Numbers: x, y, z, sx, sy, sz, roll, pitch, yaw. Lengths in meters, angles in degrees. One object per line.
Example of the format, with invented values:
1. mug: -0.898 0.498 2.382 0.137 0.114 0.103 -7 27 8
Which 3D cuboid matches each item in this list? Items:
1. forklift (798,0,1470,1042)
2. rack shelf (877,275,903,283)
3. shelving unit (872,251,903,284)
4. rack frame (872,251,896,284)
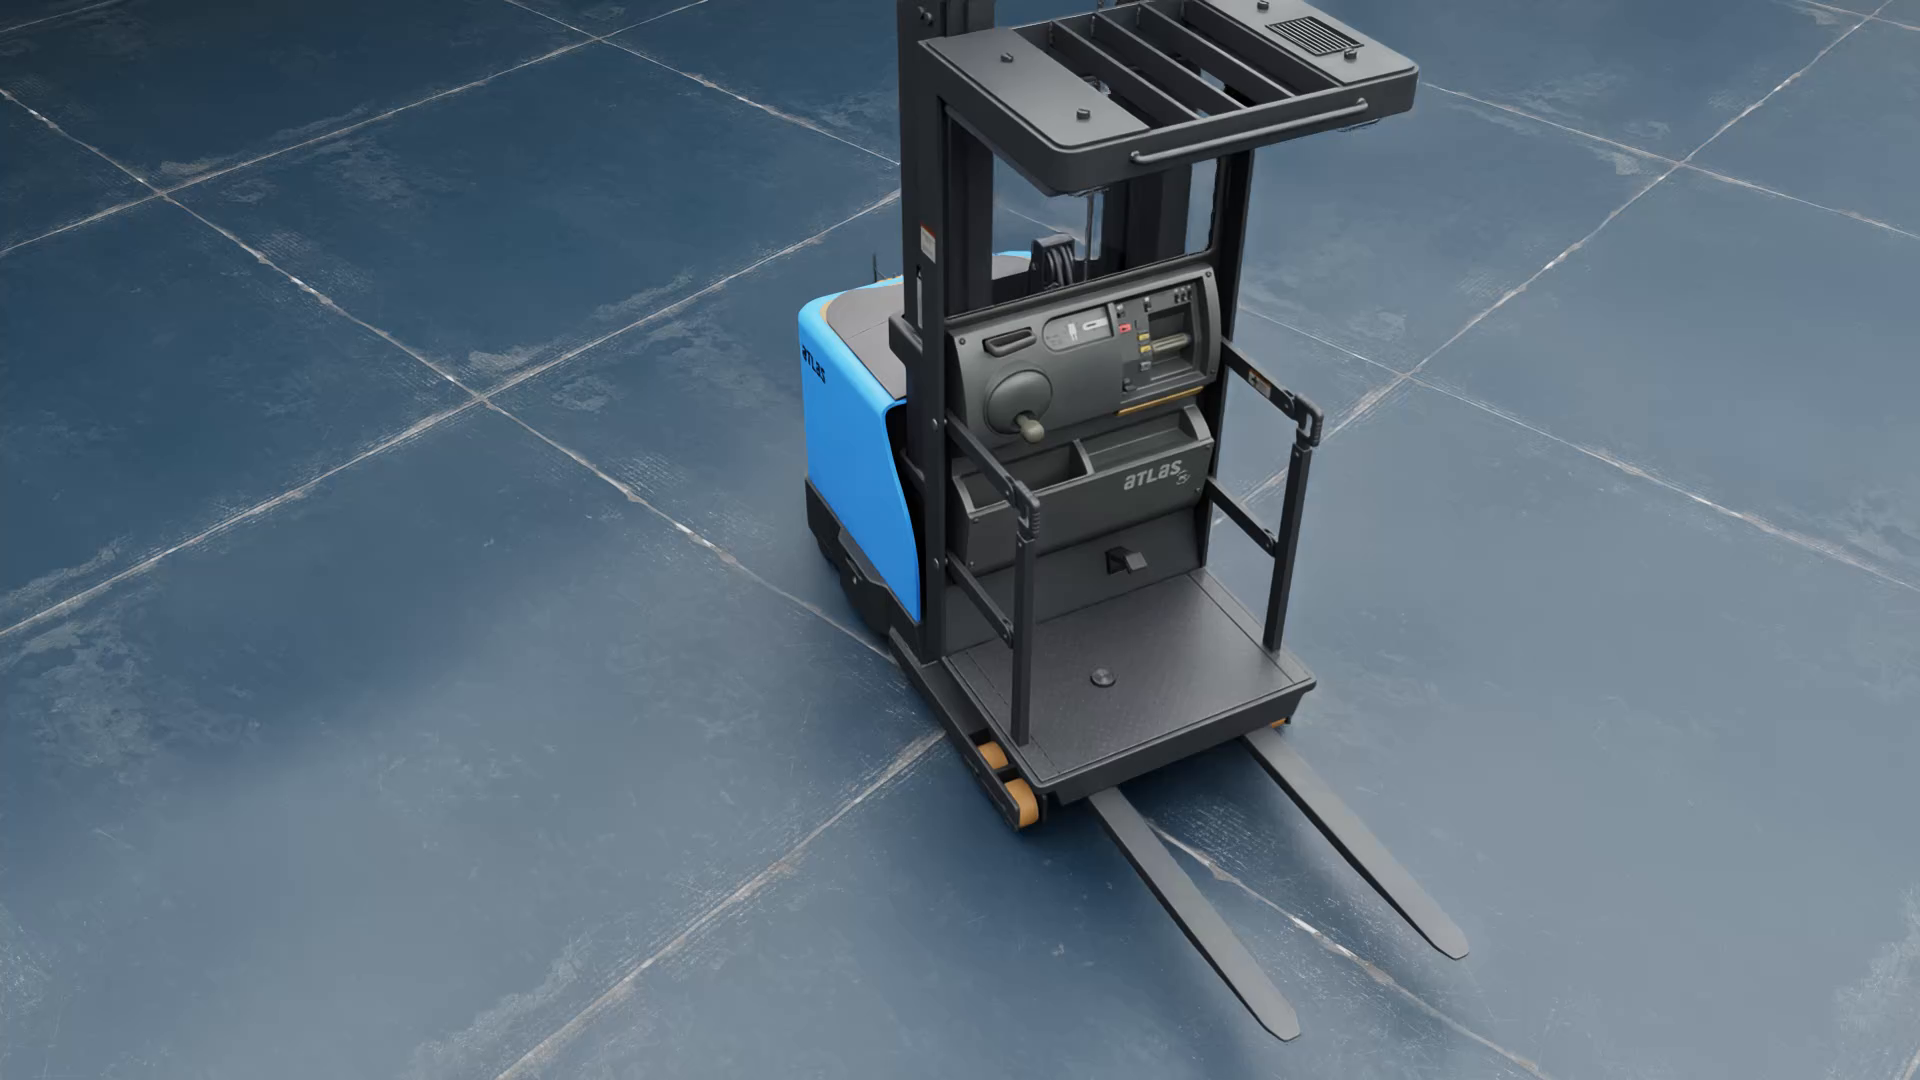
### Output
1. forklift: 0.508 -0.507 5.033 1.130 2.935 3.031 -18 42 -21
2. rack shelf: -0.185 -0.910 6.611 0.240 0.259 0.215 -18 42 -21
3. shelving unit: -0.185 -0.696 6.781 0.252 1.050 0.215 -18 42 -21
4. rack frame: -0.293 -0.661 6.738 0.008 1.050 0.200 -18 42 -21
